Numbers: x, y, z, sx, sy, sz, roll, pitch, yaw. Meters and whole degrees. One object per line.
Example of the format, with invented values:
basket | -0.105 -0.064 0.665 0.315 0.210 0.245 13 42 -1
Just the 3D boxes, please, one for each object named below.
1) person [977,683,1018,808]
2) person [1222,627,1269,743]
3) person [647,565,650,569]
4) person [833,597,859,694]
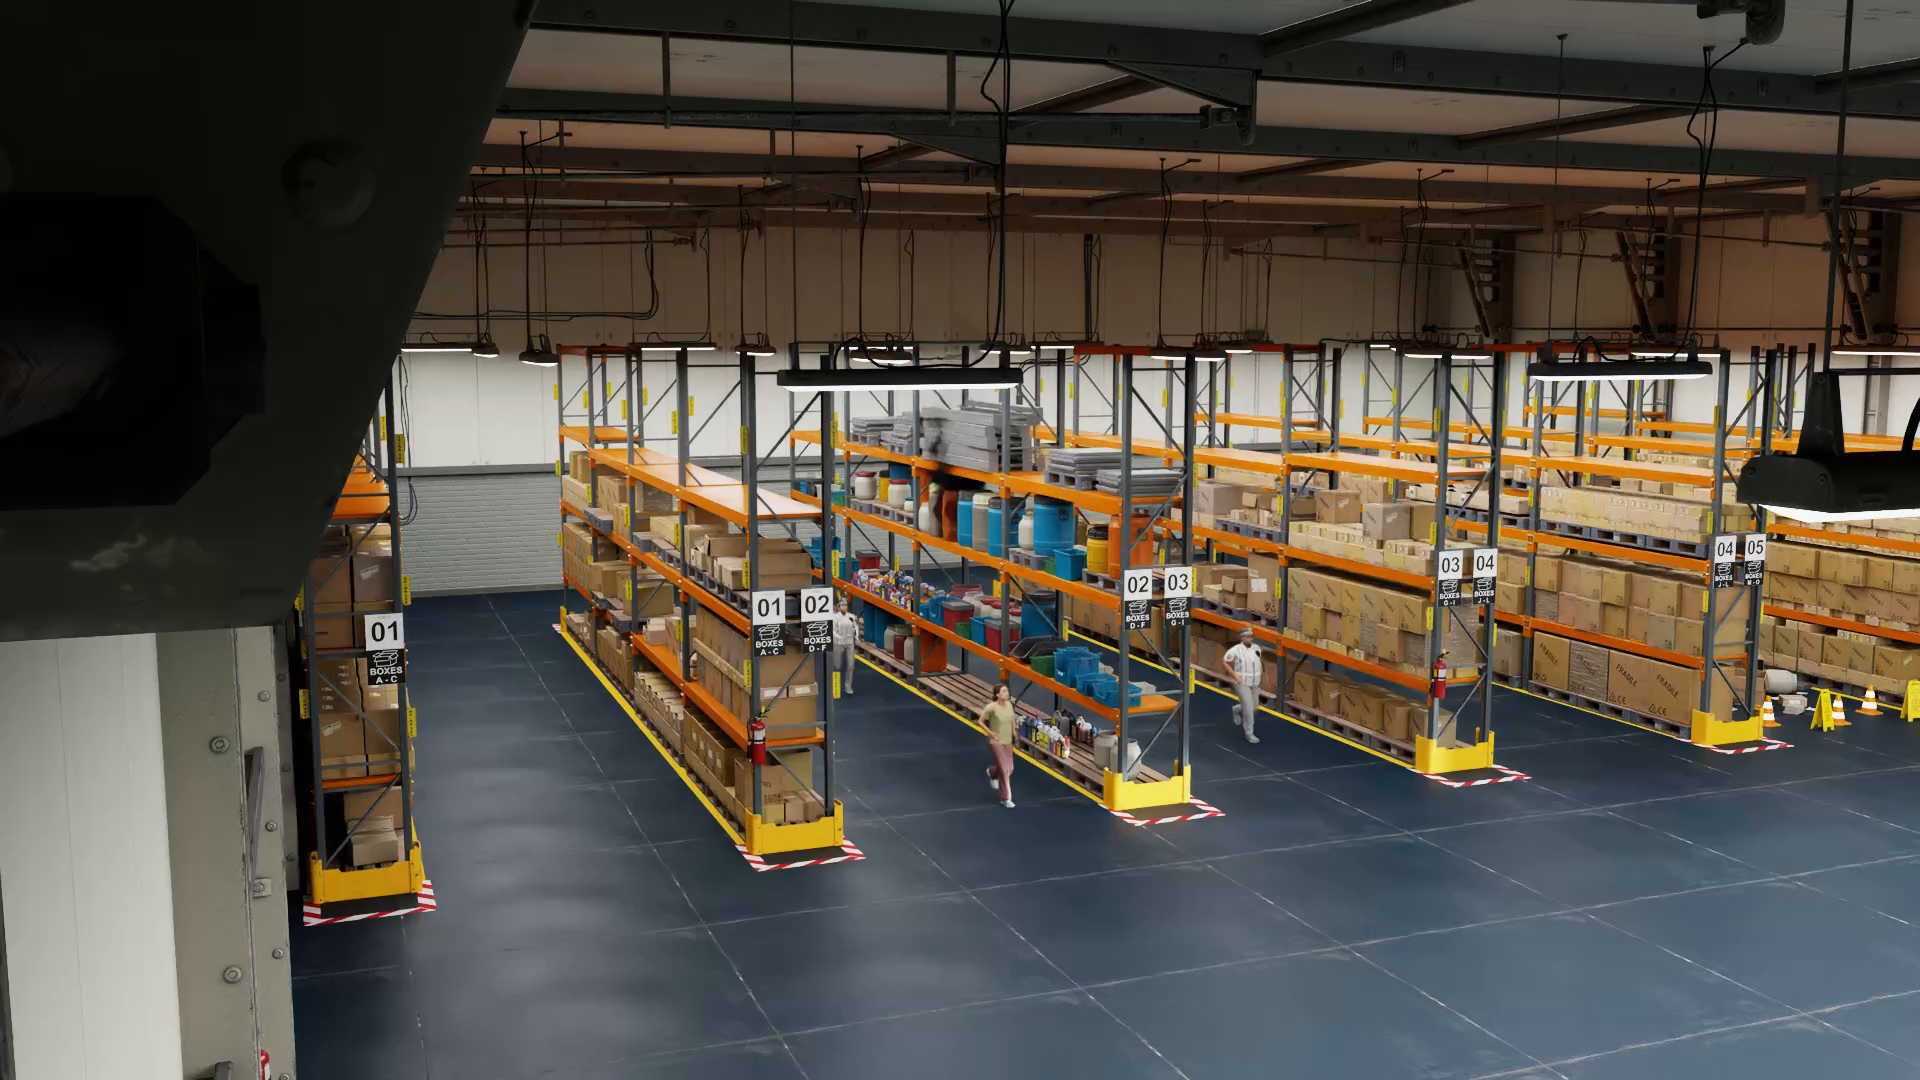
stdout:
person | 0.501 2.716 22.236 0.582 1.639 0.728 -5 9 -35
person | 4.418 2.209 25.780 0.662 1.770 0.788 -3 8 -25
person | -6.823 0.958 36.096 0.493 1.612 0.649 1 7 5
person | -2.037 1.817 29.113 0.636 1.663 0.759 -3 8 -22
